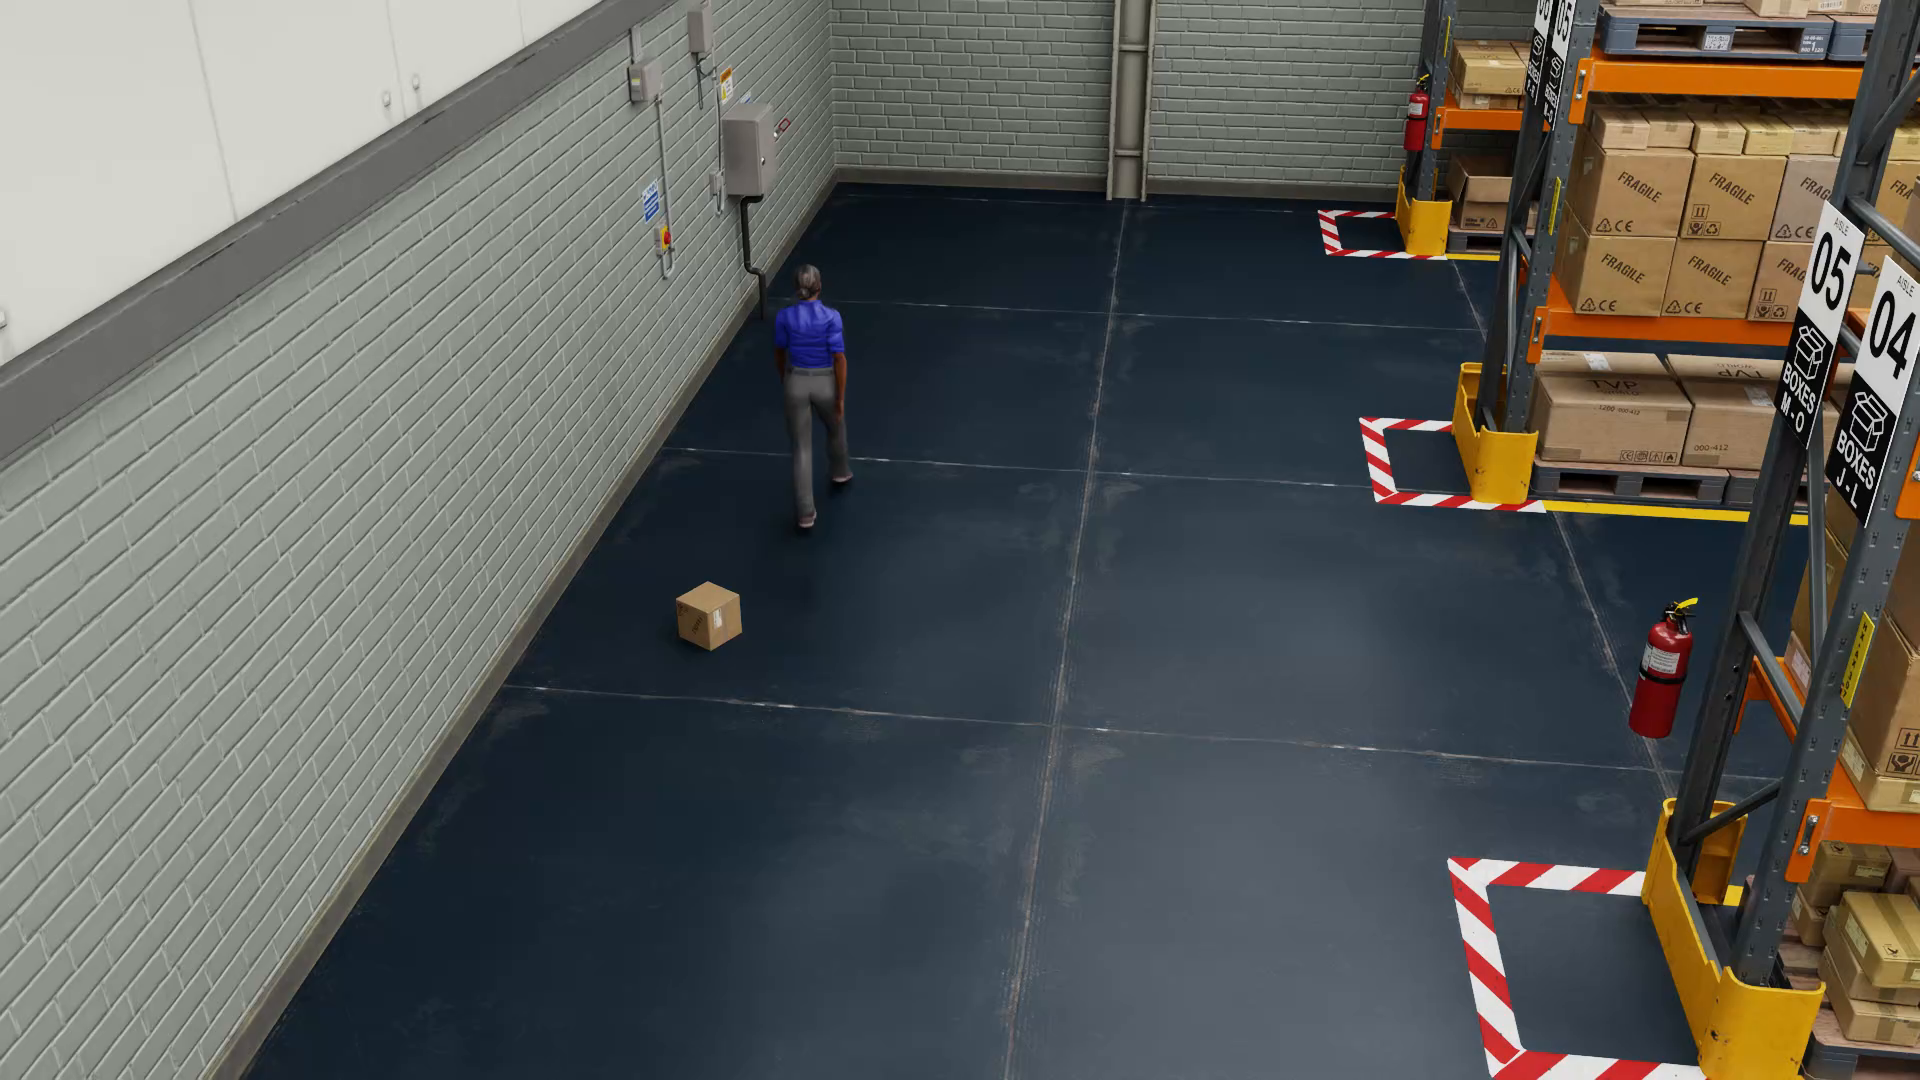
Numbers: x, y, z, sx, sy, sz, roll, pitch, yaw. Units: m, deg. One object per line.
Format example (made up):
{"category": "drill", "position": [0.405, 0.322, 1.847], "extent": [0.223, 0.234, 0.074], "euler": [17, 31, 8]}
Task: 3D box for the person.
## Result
{"category": "person", "position": [-0.923, -0.959, 10.390], "extent": [0.464, 1.636, 0.915], "euler": [0, 29, 0]}
